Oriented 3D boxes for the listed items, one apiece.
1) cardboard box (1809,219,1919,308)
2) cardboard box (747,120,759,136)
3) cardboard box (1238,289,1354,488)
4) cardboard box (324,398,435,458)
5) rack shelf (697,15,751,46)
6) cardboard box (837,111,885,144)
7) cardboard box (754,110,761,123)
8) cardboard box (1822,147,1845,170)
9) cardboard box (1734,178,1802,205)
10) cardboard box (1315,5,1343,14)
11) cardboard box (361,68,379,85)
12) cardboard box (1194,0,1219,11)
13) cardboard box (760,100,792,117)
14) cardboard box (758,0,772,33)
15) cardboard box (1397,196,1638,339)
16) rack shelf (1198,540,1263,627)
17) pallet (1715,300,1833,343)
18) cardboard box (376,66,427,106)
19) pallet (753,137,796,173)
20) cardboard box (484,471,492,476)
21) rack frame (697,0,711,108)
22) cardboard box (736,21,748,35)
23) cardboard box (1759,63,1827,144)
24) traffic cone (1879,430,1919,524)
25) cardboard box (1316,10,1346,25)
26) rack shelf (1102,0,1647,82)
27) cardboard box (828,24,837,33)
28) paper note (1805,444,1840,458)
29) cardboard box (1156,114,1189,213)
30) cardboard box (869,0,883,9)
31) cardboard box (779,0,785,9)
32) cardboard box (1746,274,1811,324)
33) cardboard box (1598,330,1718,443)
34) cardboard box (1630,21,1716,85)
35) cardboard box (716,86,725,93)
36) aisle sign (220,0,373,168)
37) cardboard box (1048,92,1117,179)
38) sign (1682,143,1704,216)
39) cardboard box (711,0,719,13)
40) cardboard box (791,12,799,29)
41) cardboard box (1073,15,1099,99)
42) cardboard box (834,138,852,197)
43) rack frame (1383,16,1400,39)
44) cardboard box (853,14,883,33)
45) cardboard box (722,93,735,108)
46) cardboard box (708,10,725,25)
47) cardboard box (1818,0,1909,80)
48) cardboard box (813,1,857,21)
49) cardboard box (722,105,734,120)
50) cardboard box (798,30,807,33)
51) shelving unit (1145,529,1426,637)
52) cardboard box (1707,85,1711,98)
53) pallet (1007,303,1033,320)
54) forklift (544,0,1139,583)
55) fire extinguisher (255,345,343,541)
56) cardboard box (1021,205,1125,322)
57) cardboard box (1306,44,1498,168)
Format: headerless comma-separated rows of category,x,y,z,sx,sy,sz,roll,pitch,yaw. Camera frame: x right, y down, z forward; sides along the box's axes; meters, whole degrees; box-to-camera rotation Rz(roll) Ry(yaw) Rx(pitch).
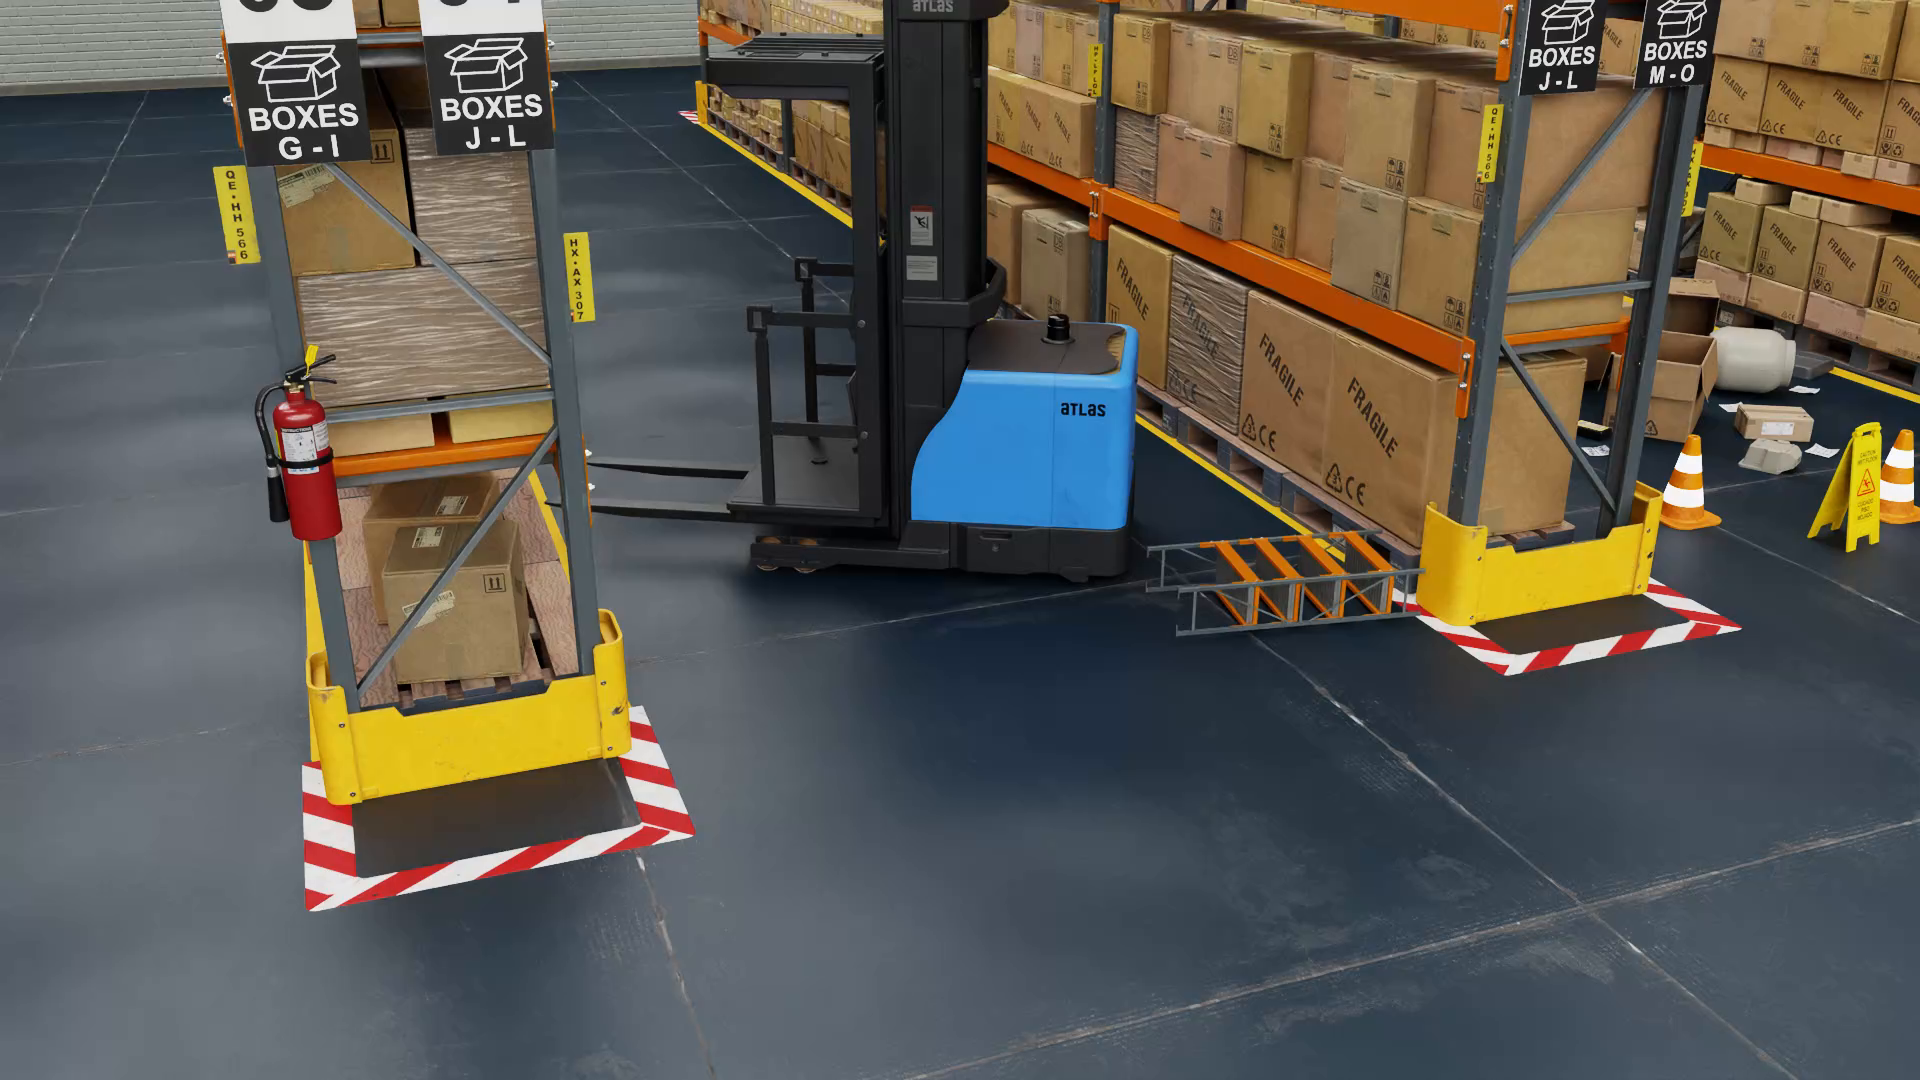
cardboard box,6.301,-1.929,11.499,0.500,0.500,0.500,-7,24,-16
cardboard box,-2.281,-4.833,19.484,0.380,0.149,0.250,-8,24,-19
cardboard box,2.167,-0.892,9.200,0.875,0.875,0.875,-9,24,-20
cardboard box,-2.188,-0.437,6.247,0.380,0.149,0.250,-8,24,-19
rack shelf,-2.164,-5.876,19.756,1.077,0.370,4.000,-8,24,-19
cardboard box,-0.885,-3.996,16.082,0.500,0.250,0.500,-8,24,-18
cardboard box,-2.190,-4.955,19.391,0.380,0.149,0.250,-8,24,-18
cardboard box,6.213,-2.652,11.503,0.380,0.149,0.250,-8,24,-19
cardboard box,5.908,-2.556,12.151,0.380,0.149,0.250,-8,24,-18
cardboard box,3.934,-5.588,16.729,0.500,0.500,0.500,-8,24,-18
cardboard box,-2.845,-1.833,7.437,0.500,0.500,0.500,-8,24,-19
cardboard box,3.029,-6.160,19.052,0.500,0.250,0.500,-9,24,-21
cardboard box,-2.049,-4.906,18.891,0.380,0.149,0.250,-9,24,-19
cardboard box,-1.893,-5.801,18.140,0.500,0.500,0.500,-8,24,-19
cardboard box,2.608,-1.319,7.823,0.875,0.550,0.550,-8,24,-19
rack shelf,1.272,0.213,7.867,0.148,0.258,0.480,-4,23,-10
pallet,6.234,-1.766,12.668,1.003,0.211,1.213,-8,24,-19
cardboard box,-2.364,-1.903,7.604,0.500,0.500,0.500,-8,24,-19
pallet,-1.728,-4.435,19.001,1.003,0.211,1.213,-8,24,-19
cardboard box,-2.701,-0.399,8.513,0.500,0.500,0.500,-11,25,-24
rack frame,-2.871,-6.935,21.341,1.000,3.000,0.127,-8,24,-19
cardboard box,-2.397,-5.995,19.436,0.380,0.149,0.250,-8,24,-18
cardboard box,6.057,-3.096,11.722,0.500,0.500,0.500,-8,24,-19
traffic cone,5.100,-0.371,9.035,0.336,0.463,0.334,-8,24,-19
cardboard box,3.957,-5.232,16.850,0.500,0.250,0.500,-9,24,-20
rack shelf,2.075,-2.898,8.829,1.077,0.370,4.000,-8,24,-19
cardboard box,-1.010,-4.733,15.518,0.380,0.149,0.250,-9,24,-19
paper note,5.181,-0.539,9.990,0.148,0.019,0.142,-18,29,-37
cardboard box,1.725,-2.314,10.186,0.875,0.550,0.550,-8,24,-19
cardboard box,-0.673,-5.240,16.338,0.380,0.149,0.250,-9,25,-21
cardboard box,-1.644,-5.526,17.016,0.380,0.149,0.250,-8,24,-18
cardboard box,6.119,-1.773,12.094,0.500,0.250,0.500,-7,24,-16
cardboard box,4.388,-0.977,10.421,0.637,0.503,0.797,12,26,27
cardboard box,5.586,-3.803,12.859,0.500,0.500,0.500,-9,24,-20
cardboard box,-2.824,-5.659,20.678,0.380,0.149,0.250,-8,24,-19
aisle sign,-2.153,-1.611,5.364,0.394,0.787,0.004,-8,24,-19
cardboard box,0.934,-2.773,11.339,0.500,0.500,0.500,-8,24,-19
sign,3.303,-1.630,7.539,0.100,0.325,0.005,-8,24,-19
cardboard box,-2.758,-6.726,20.333,0.500,0.500,0.500,-8,24,-19
cardboard box,-1.471,-5.208,16.643,0.380,0.149,0.250,-9,25,-21
cardboard box,1.188,-3.261,11.208,0.700,0.500,0.500,-9,24,-20
cardboard box,-0.904,-3.652,16.230,0.500,0.500,0.500,-9,25,-21
rack frame,4.551,-4.744,16.143,1.000,3.000,0.127,-8,24,-19
cardboard box,-0.733,-4.586,14.786,0.380,0.149,0.250,-9,24,-20
cardboard box,-2.723,-5.434,20.527,0.380,0.149,0.250,-8,24,-17
cardboard box,-2.889,-6.464,20.548,0.380,0.149,0.250,-9,24,-20
cardboard box,6.228,-3.370,11.084,0.700,0.500,0.500,-9,24,-20
cardboard box,-1.192,-5.060,15.909,0.380,0.149,0.250,-8,24,-17
cardboard box,-2.734,-5.299,20.590,0.380,0.149,0.250,-8,24,-18
cardboard box,-1.383,-4.978,16.480,0.380,0.149,0.250,-9,25,-21
shelving unit,1.533,0.194,7.912,1.200,0.258,0.503,-4,23,-10
cardboard box,6.064,-3.612,13.241,0.380,0.149,0.250,-8,24,-18
pallet,1.025,-1.559,12.178,1.003,0.211,1.213,-8,24,-19
forklift,-0.618,-1.384,8.261,3.031,2.935,1.130,3,23,7
fire extinguisher,-2.285,-0.337,5.786,0.296,0.674,0.183,-8,24,-19
cardboard box,1.065,-1.944,11.857,1.050,0.750,0.750,-8,24,-19
cardboard box,2.335,-2.237,8.612,0.875,0.550,0.550,-8,24,-19
